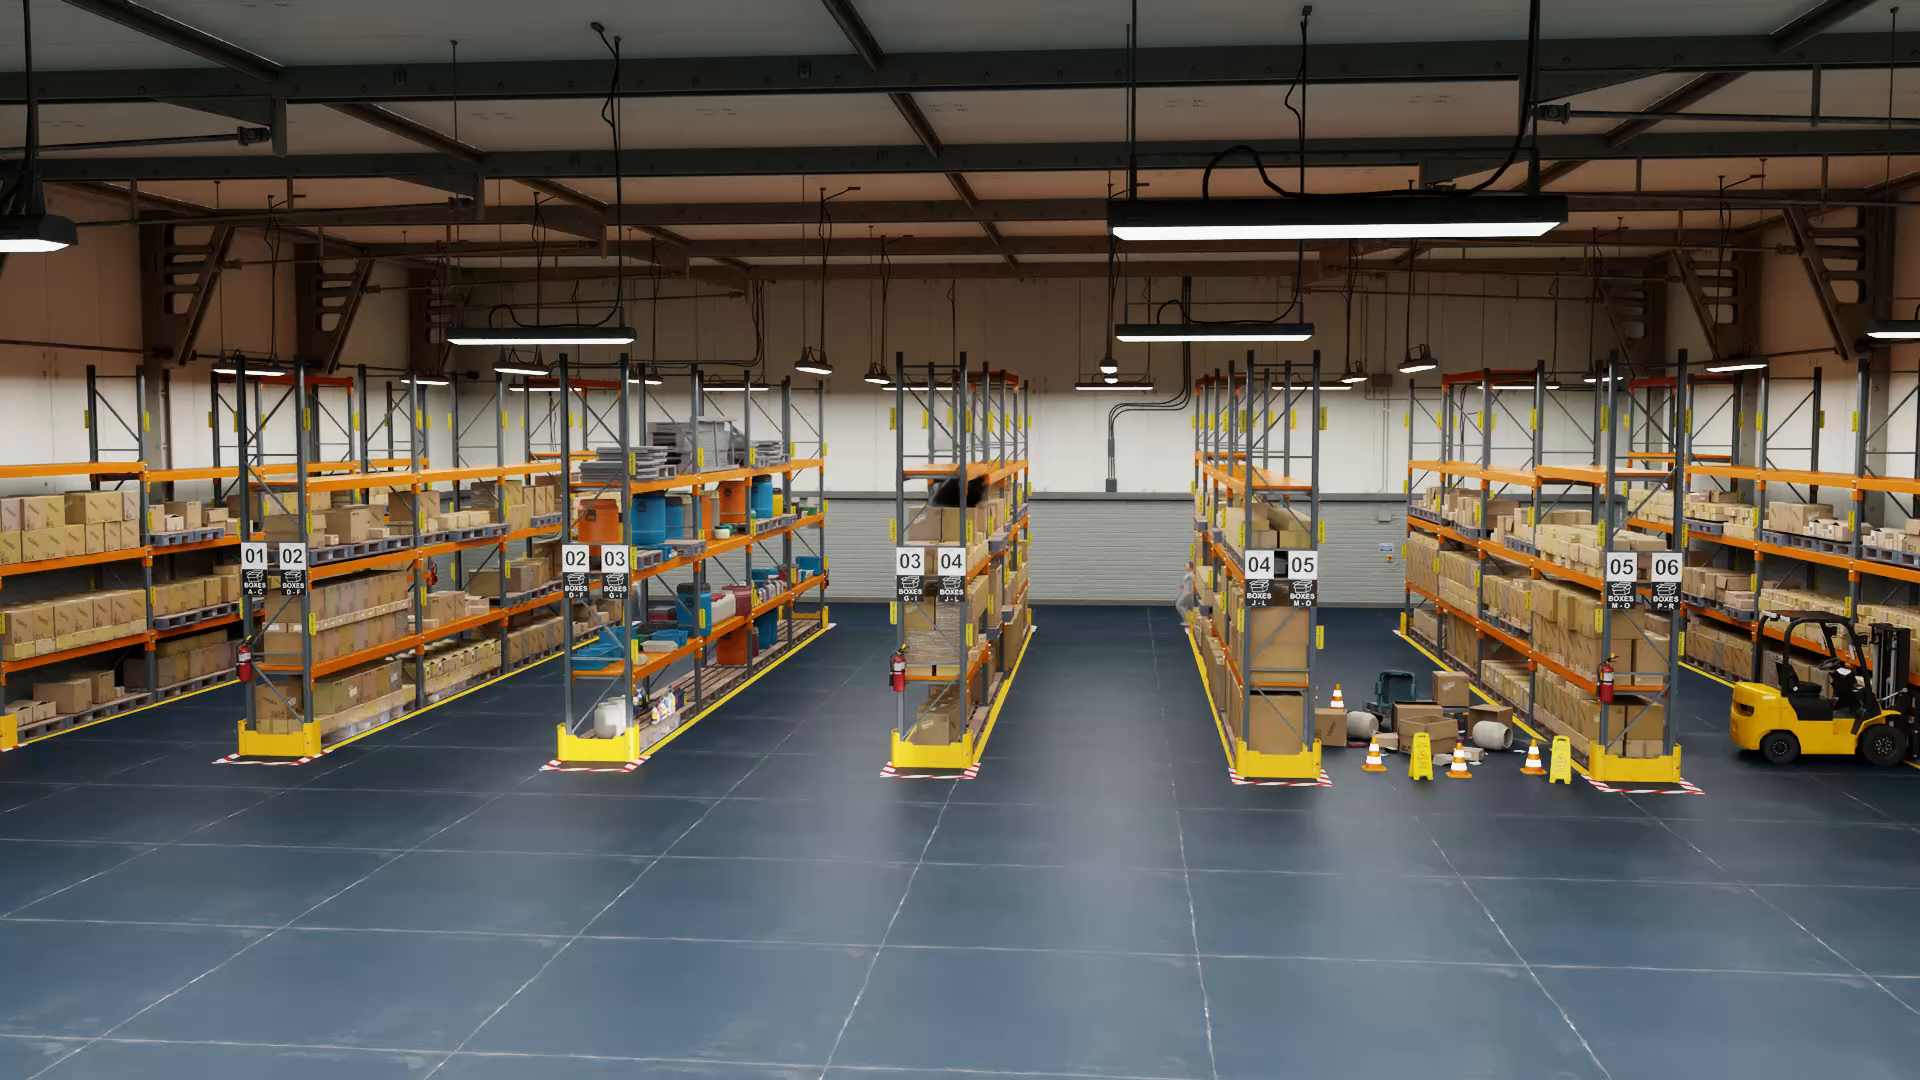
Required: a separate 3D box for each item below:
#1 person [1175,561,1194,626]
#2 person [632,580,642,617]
[{"bbox_3d":[5.535,1.321,40.662,0.526,1.637,0.586,1,4,8],"label":"person"},{"bbox_3d":[-8.230,1.163,42.225,0.906,1.706,0.609,2,4,20],"label":"person"}]
